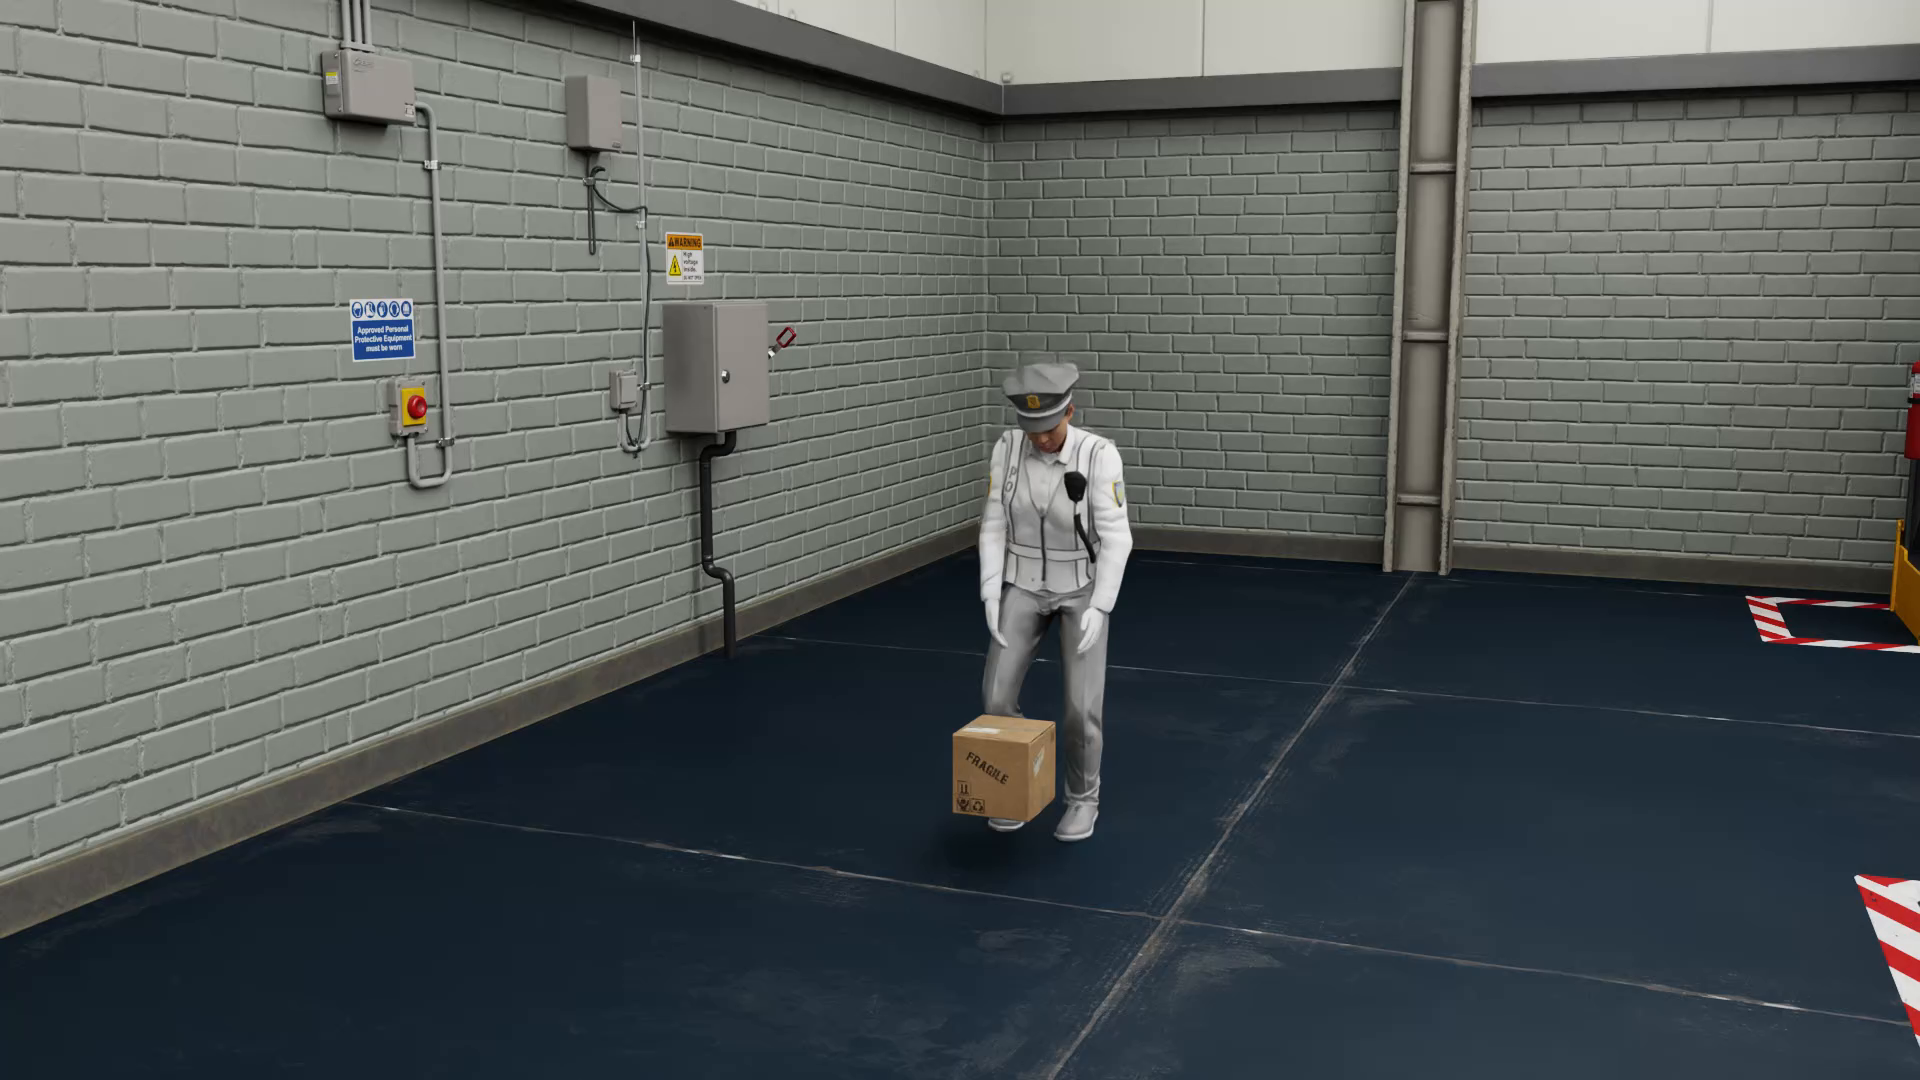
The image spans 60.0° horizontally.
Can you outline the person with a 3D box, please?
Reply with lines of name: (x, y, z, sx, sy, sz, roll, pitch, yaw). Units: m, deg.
person: (0.319, 0.208, 5.473, 0.520, 1.535, 0.496, 4, 10, 22)
